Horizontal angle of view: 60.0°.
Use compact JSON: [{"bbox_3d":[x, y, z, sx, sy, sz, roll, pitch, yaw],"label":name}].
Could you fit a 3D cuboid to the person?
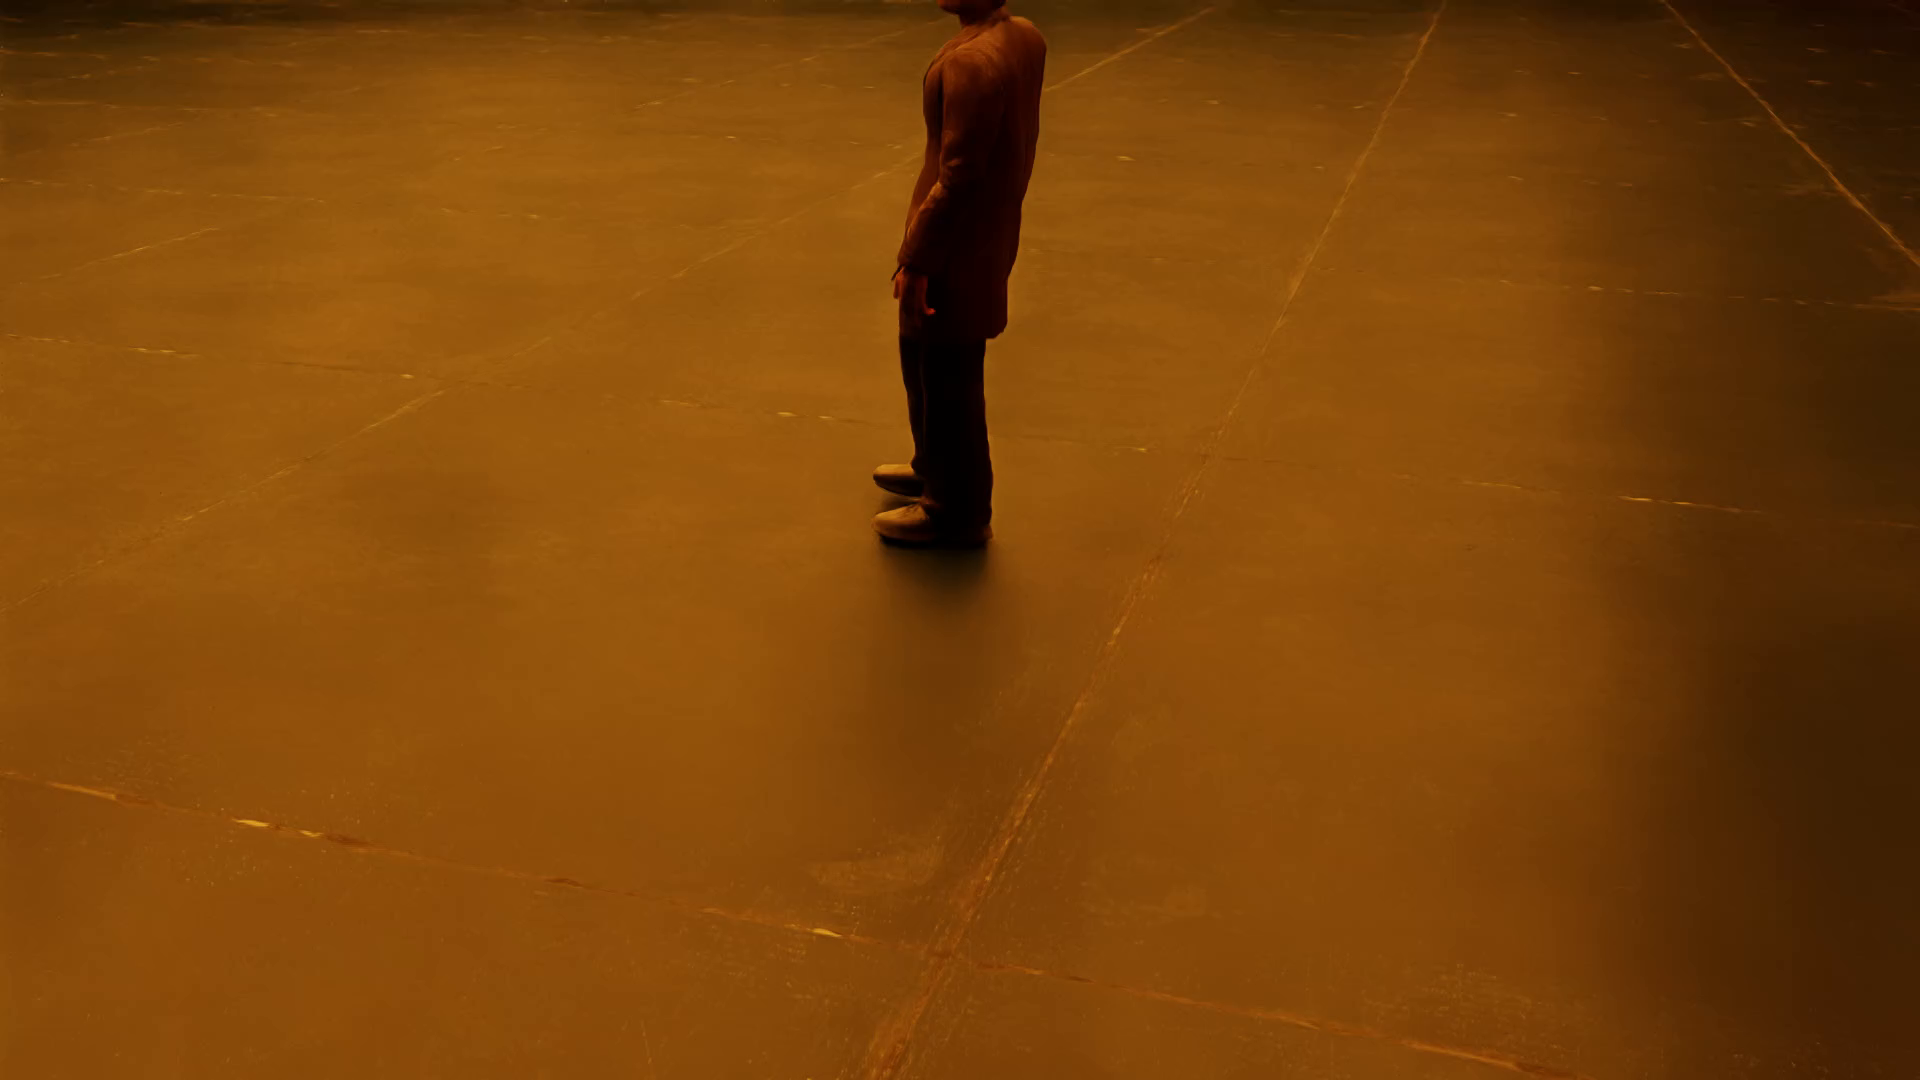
[{"bbox_3d":[-0.084,-0.841,4.807,0.586,1.775,0.694,7,23,16],"label":"person"}]
